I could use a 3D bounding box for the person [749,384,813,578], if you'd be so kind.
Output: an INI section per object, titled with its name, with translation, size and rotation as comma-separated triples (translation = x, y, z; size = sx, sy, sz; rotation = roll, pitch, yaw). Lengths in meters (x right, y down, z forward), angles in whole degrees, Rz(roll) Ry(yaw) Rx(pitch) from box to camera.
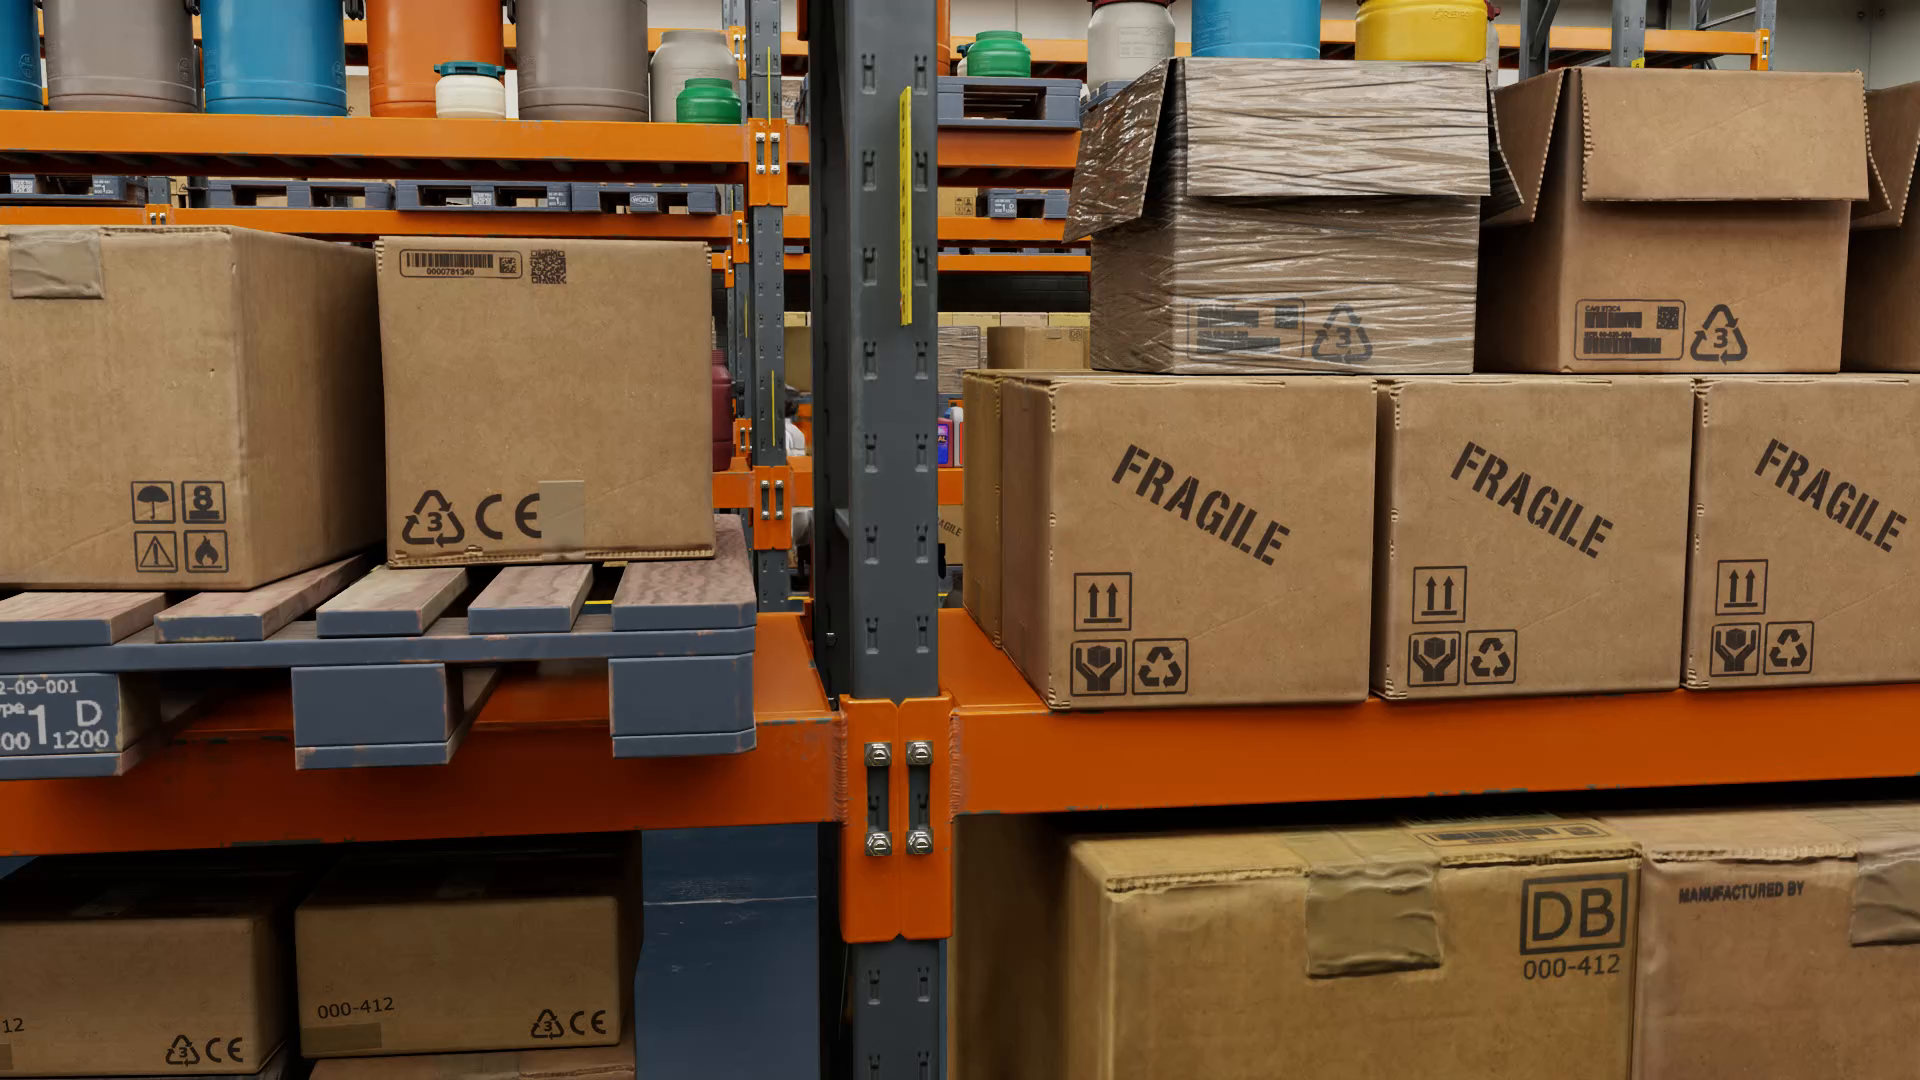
[person]
translation = -1.044, -0.110, 9.741
size = 0.966, 1.635, 0.507
rotation = 2, 7, 17
